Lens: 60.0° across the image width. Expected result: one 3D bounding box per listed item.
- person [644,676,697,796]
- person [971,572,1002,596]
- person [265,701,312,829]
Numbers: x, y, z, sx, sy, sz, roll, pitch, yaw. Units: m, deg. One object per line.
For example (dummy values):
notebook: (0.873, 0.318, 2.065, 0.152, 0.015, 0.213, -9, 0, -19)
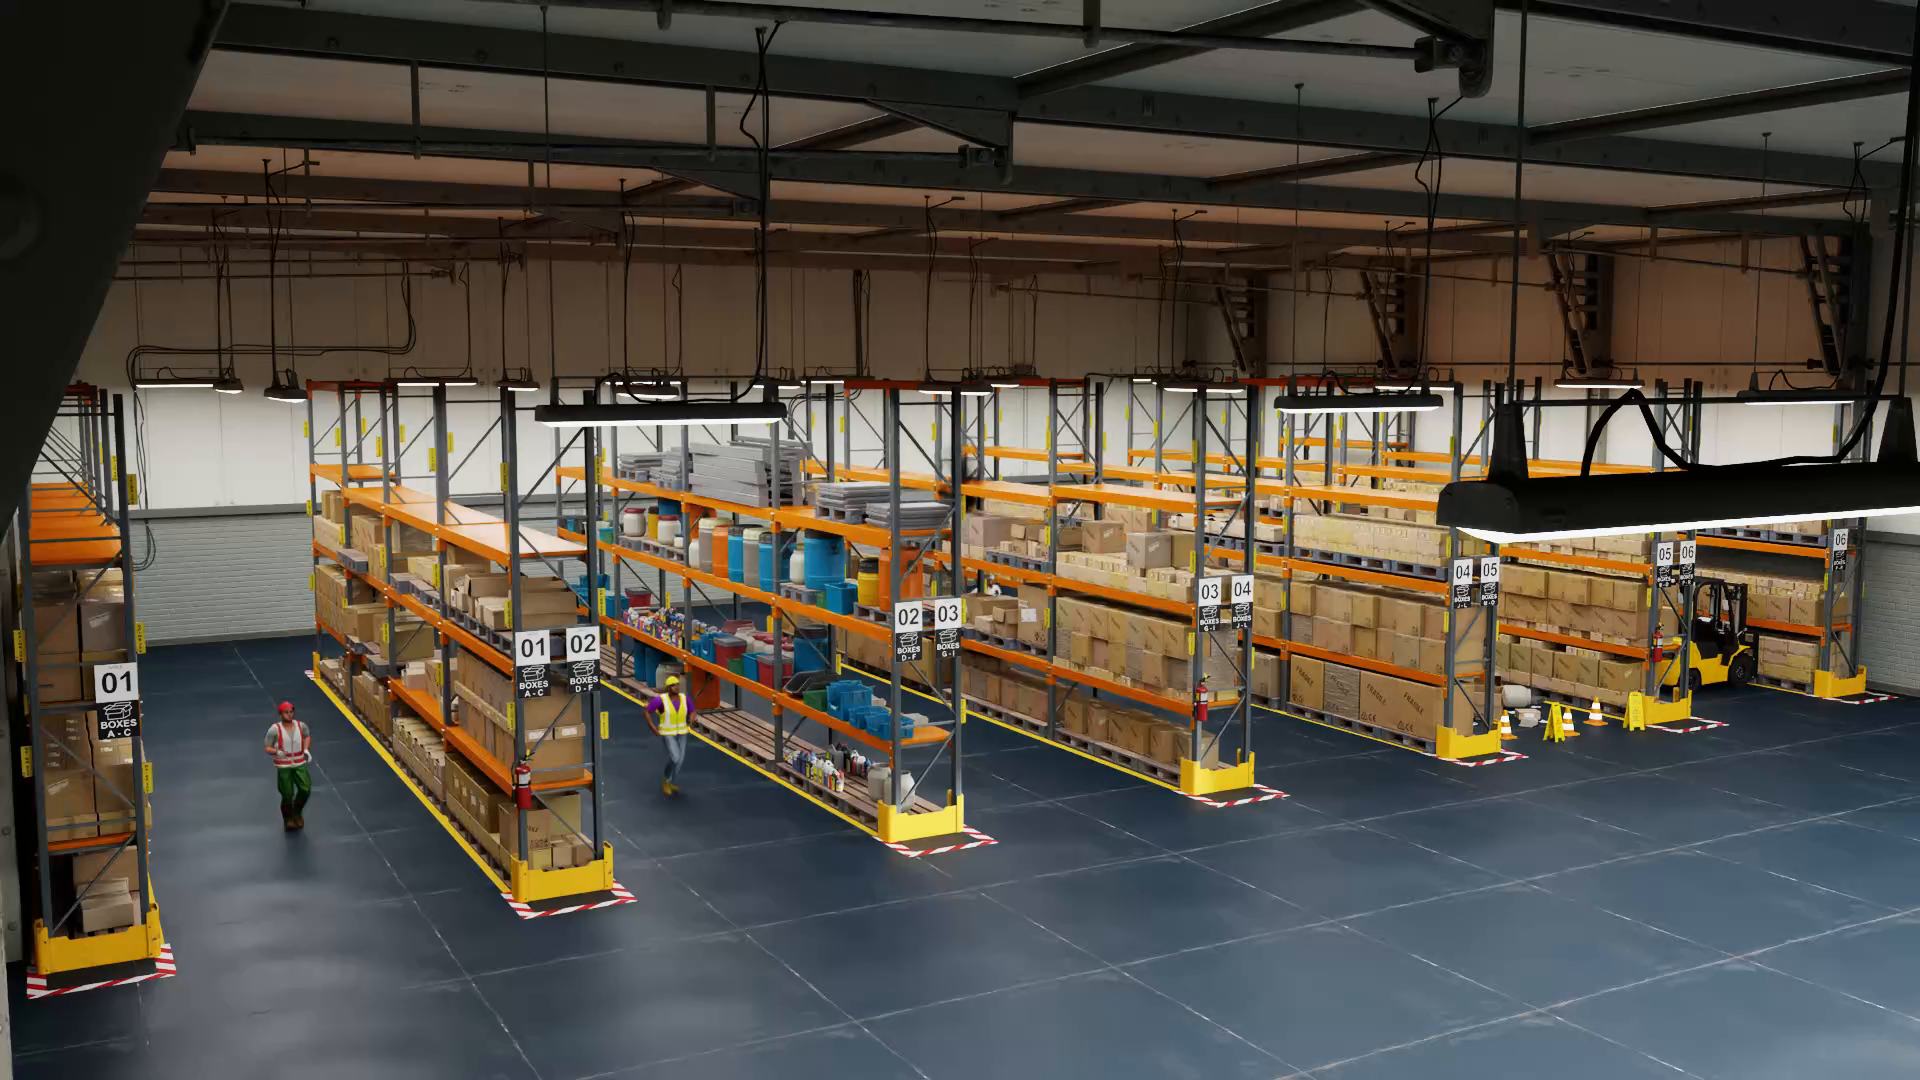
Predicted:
person: (-4.187, 2.866, 24.404, 0.763, 1.758, 0.592, -4, 7, -36)
person: (0.595, 1.589, 34.479, 0.628, 1.873, 0.850, -4, 7, -35)
person: (-9.011, 3.062, 22.450, 0.639, 1.759, 0.612, -5, 8, -37)
